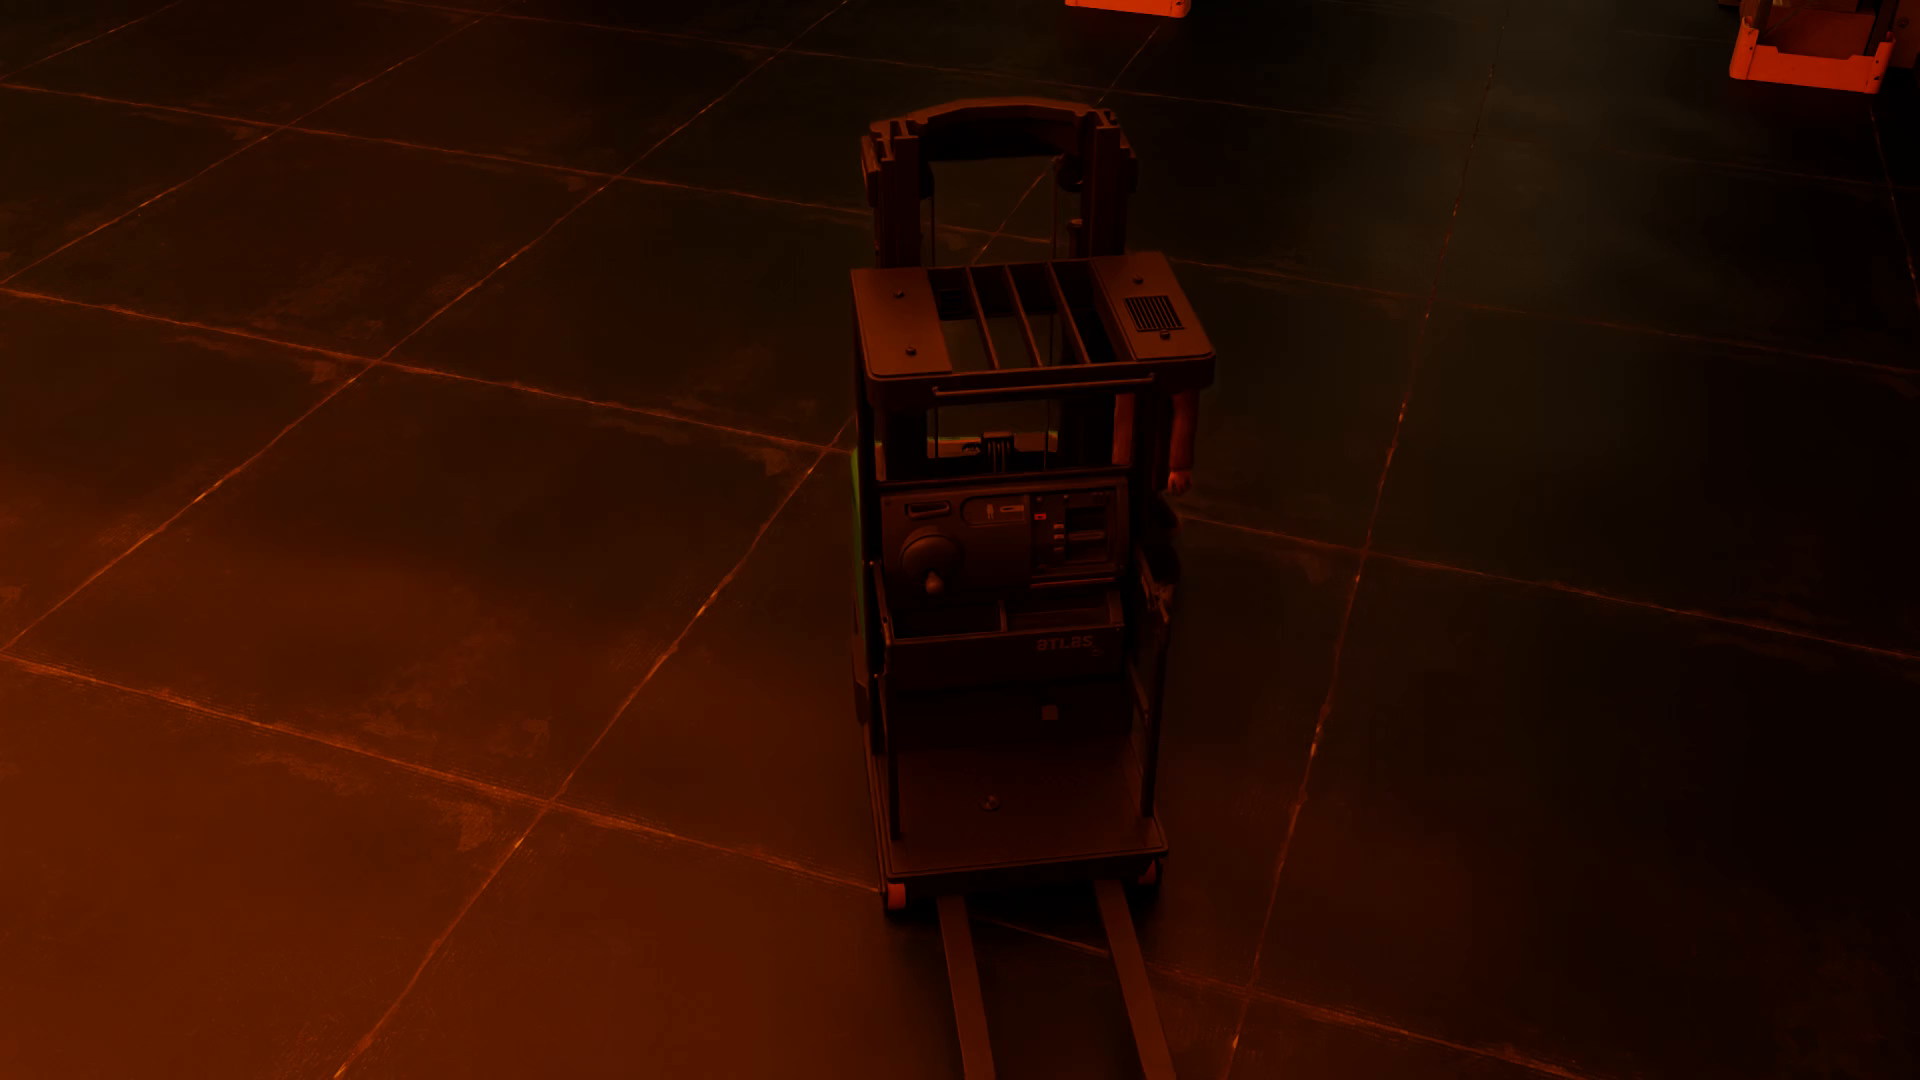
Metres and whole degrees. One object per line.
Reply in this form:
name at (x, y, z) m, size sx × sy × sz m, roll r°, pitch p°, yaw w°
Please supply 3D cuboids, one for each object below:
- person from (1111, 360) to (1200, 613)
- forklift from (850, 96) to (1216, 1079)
person at (0.916, -0.568, 8.016) m, size 0.584 × 1.739 × 0.935 m, roll -10°, pitch 37°, yaw -14°
forklift at (0.203, 0.050, 6.040) m, size 1.130 × 2.935 × 3.031 m, roll -4°, pitch 36°, yaw -6°
